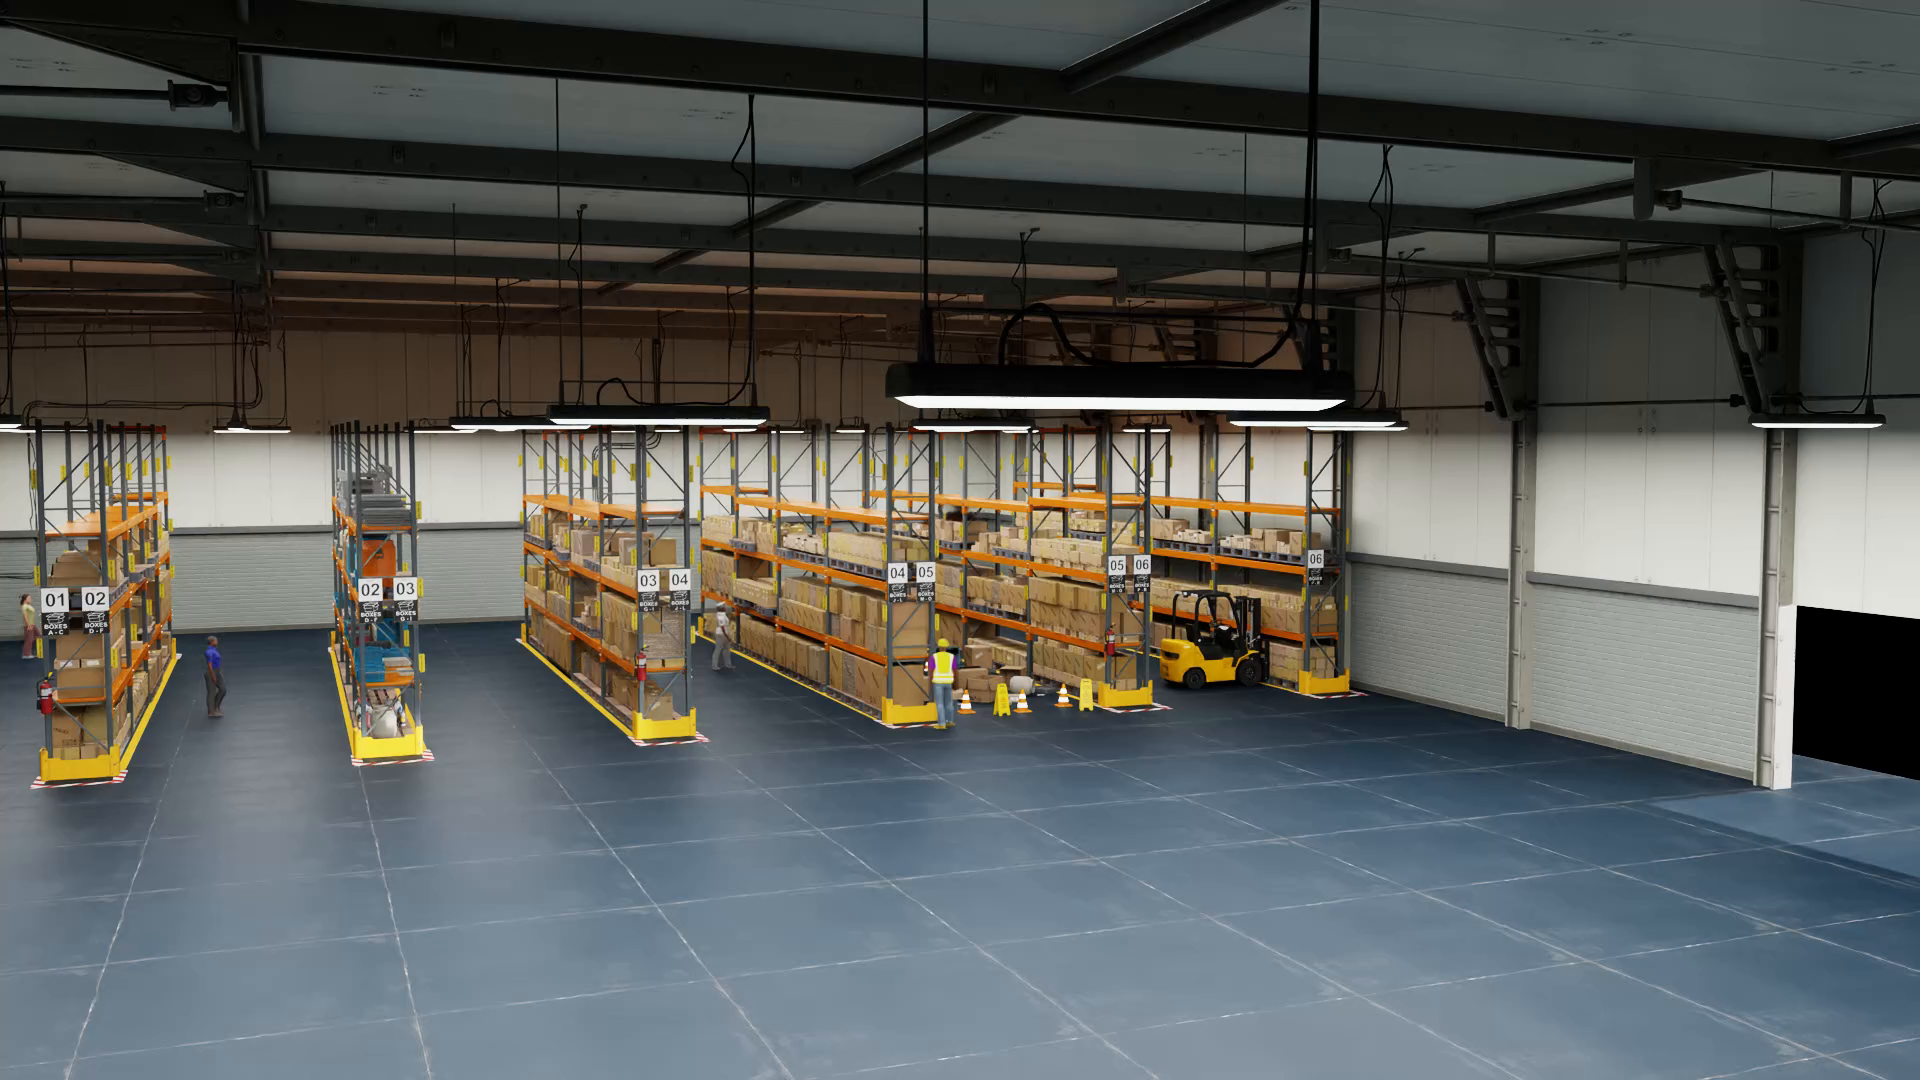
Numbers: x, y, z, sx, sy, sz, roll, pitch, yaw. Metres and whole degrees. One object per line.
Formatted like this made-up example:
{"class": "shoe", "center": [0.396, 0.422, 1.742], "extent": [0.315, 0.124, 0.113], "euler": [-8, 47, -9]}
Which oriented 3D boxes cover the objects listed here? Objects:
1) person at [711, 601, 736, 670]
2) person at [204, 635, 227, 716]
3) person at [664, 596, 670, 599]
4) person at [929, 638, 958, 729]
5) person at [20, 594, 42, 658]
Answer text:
{"class": "person", "center": [-5.810, 2.356, 40.872], "extent": [0.535, 1.723, 0.635], "euler": [1, 4, 9]}
{"class": "person", "center": [-15.289, 2.793, 34.070], "extent": [0.371, 1.668, 0.503], "euler": [0, 4, 4]}
{"class": "person", "center": [-7.808, 2.040, 44.832], "extent": [0.538, 1.716, 1.104], "euler": [-2, 4, -23]}
{"class": "person", "center": [-0.350, 2.801, 32.586], "extent": [0.585, 1.779, 0.536], "euler": [-1, 4, -19]}
{"class": "person", "center": [-23.845, 2.205, 42.656], "extent": [0.467, 1.659, 0.458], "euler": [-1, 4, -16]}
